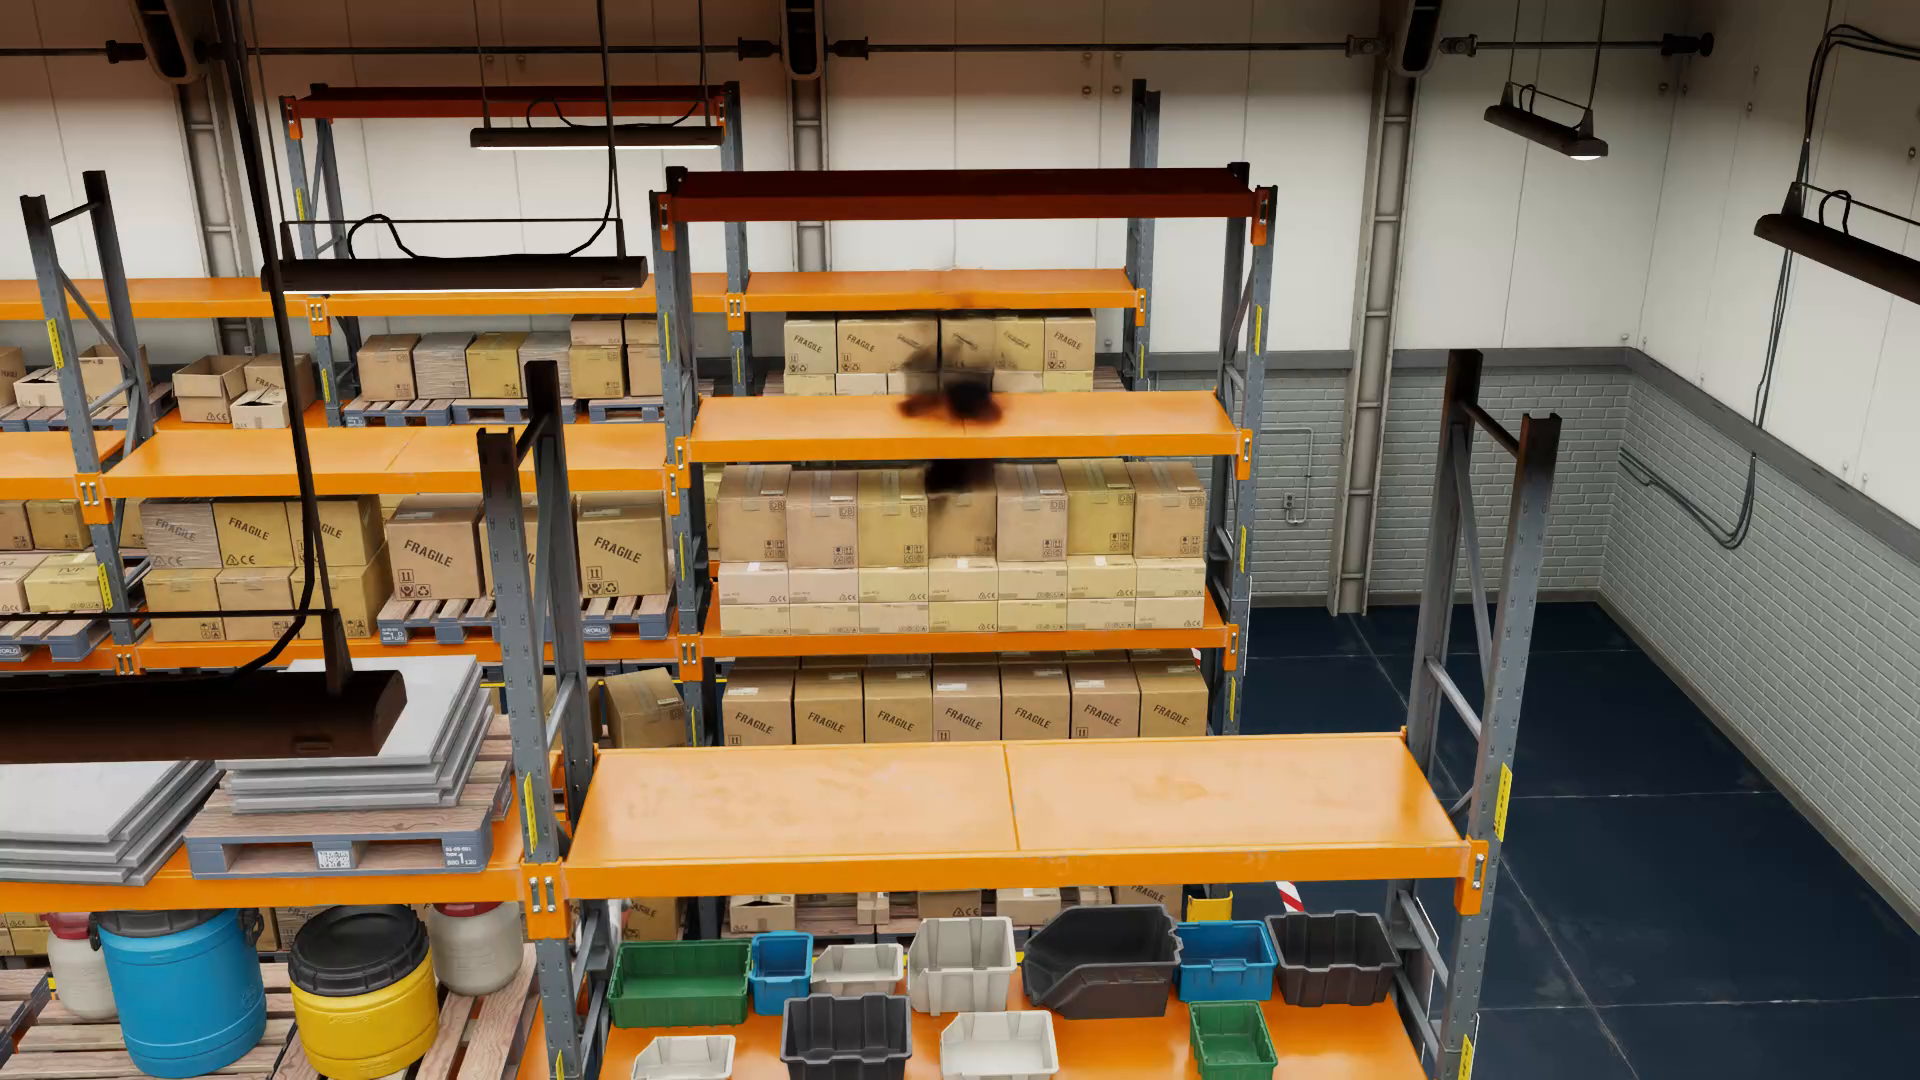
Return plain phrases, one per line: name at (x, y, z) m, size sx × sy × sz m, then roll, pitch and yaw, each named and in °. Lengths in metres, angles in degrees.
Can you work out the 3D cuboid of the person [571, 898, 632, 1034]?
person at (-2.380, 2.904, 10.929) m, size 0.676 × 1.832 × 0.633 m, roll -6°, pitch 23°, yaw -15°
